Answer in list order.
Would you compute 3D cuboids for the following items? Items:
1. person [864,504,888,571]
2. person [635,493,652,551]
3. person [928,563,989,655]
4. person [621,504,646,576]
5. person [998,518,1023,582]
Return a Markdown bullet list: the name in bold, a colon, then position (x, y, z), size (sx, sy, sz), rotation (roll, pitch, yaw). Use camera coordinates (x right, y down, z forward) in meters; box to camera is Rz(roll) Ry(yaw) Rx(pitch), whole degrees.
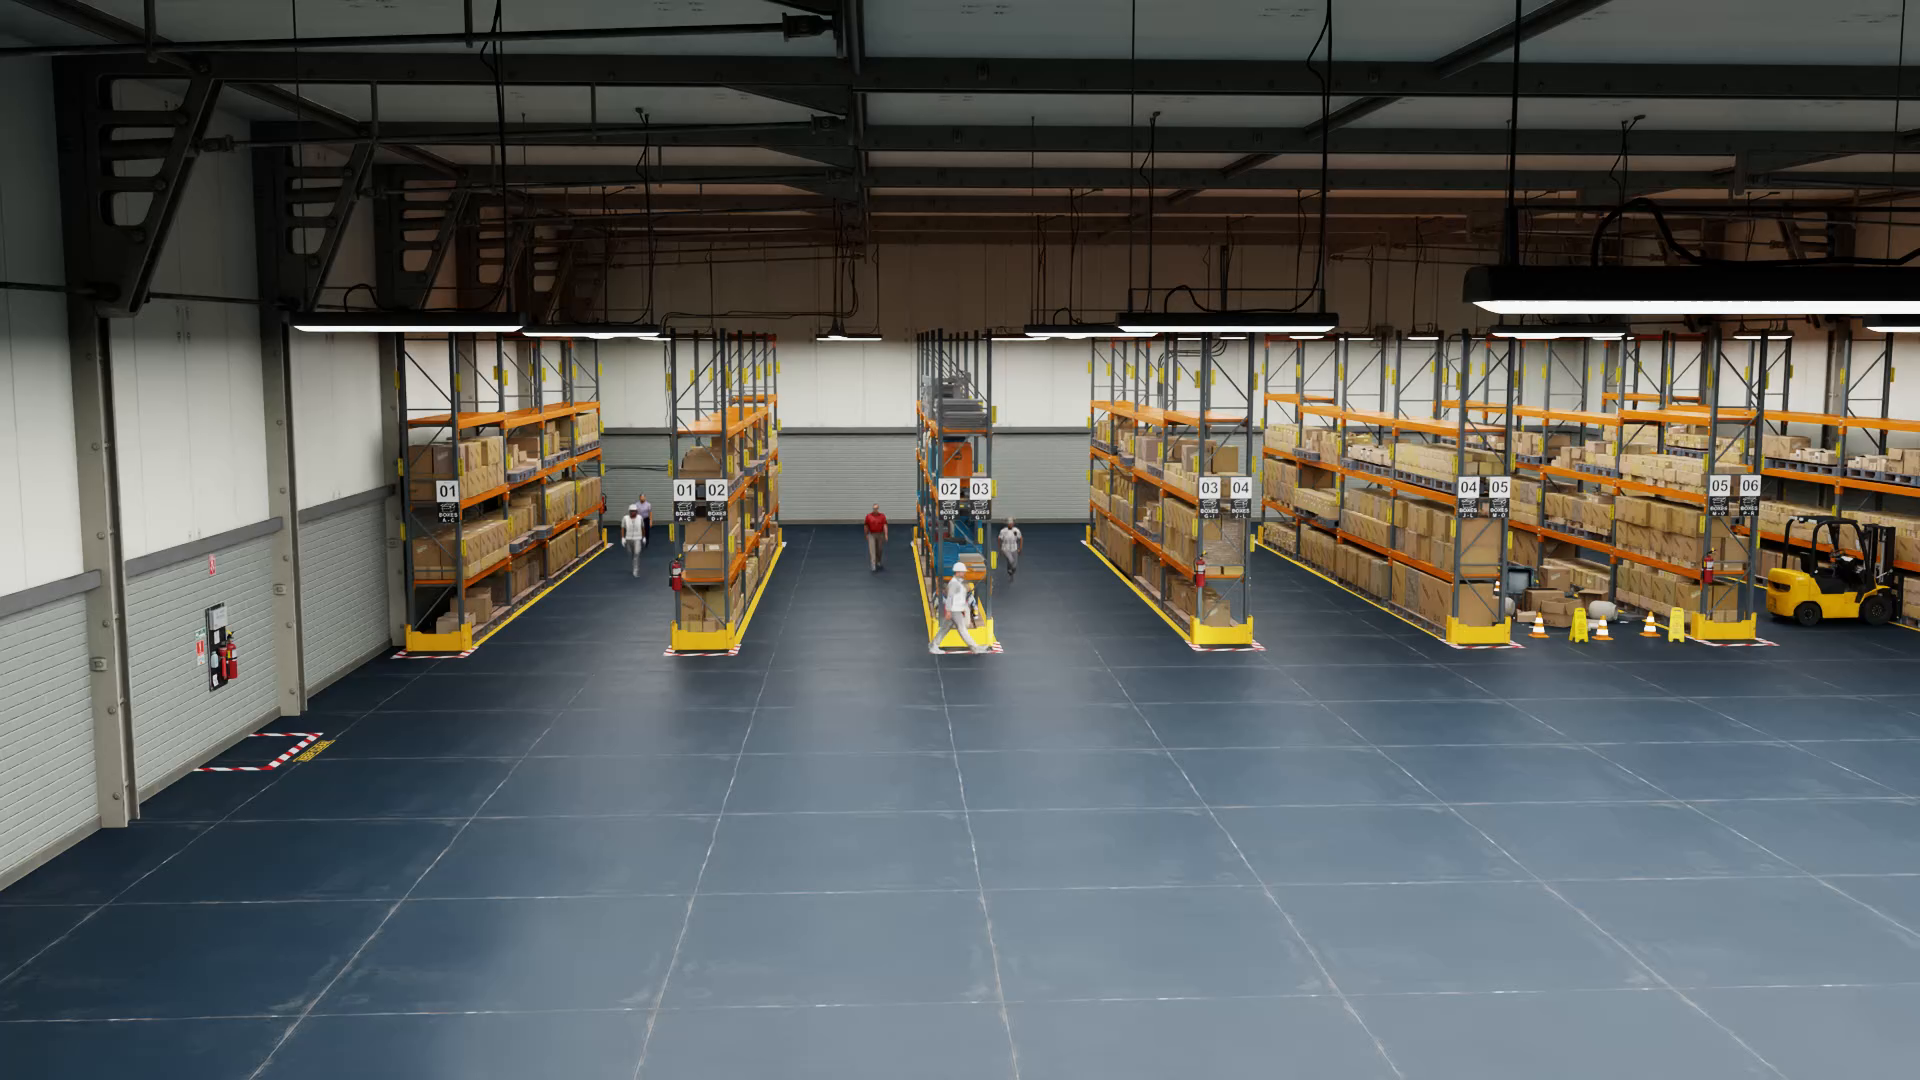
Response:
- **person**: position (-2.126, -0.093, 42.178), size (0.588, 1.663, 1.074), rotation (-1, 7, -6)
- **person**: position (-8.791, -0.504, 46.008), size (0.540, 1.583, 1.064), rotation (-1, 7, -12)
- **person**: position (-0.033, 1.260, 30.551), size (1.106, 1.699, 0.545), rotation (0, 7, -1)
- **person**: position (-8.132, -0.016, 41.160), size (0.534, 1.722, 0.995), rotation (1, 7, 6)
- **person**: position (1.205, 0.246, 39.623), size (0.602, 1.609, 0.709), rotation (-1, 7, -9)
